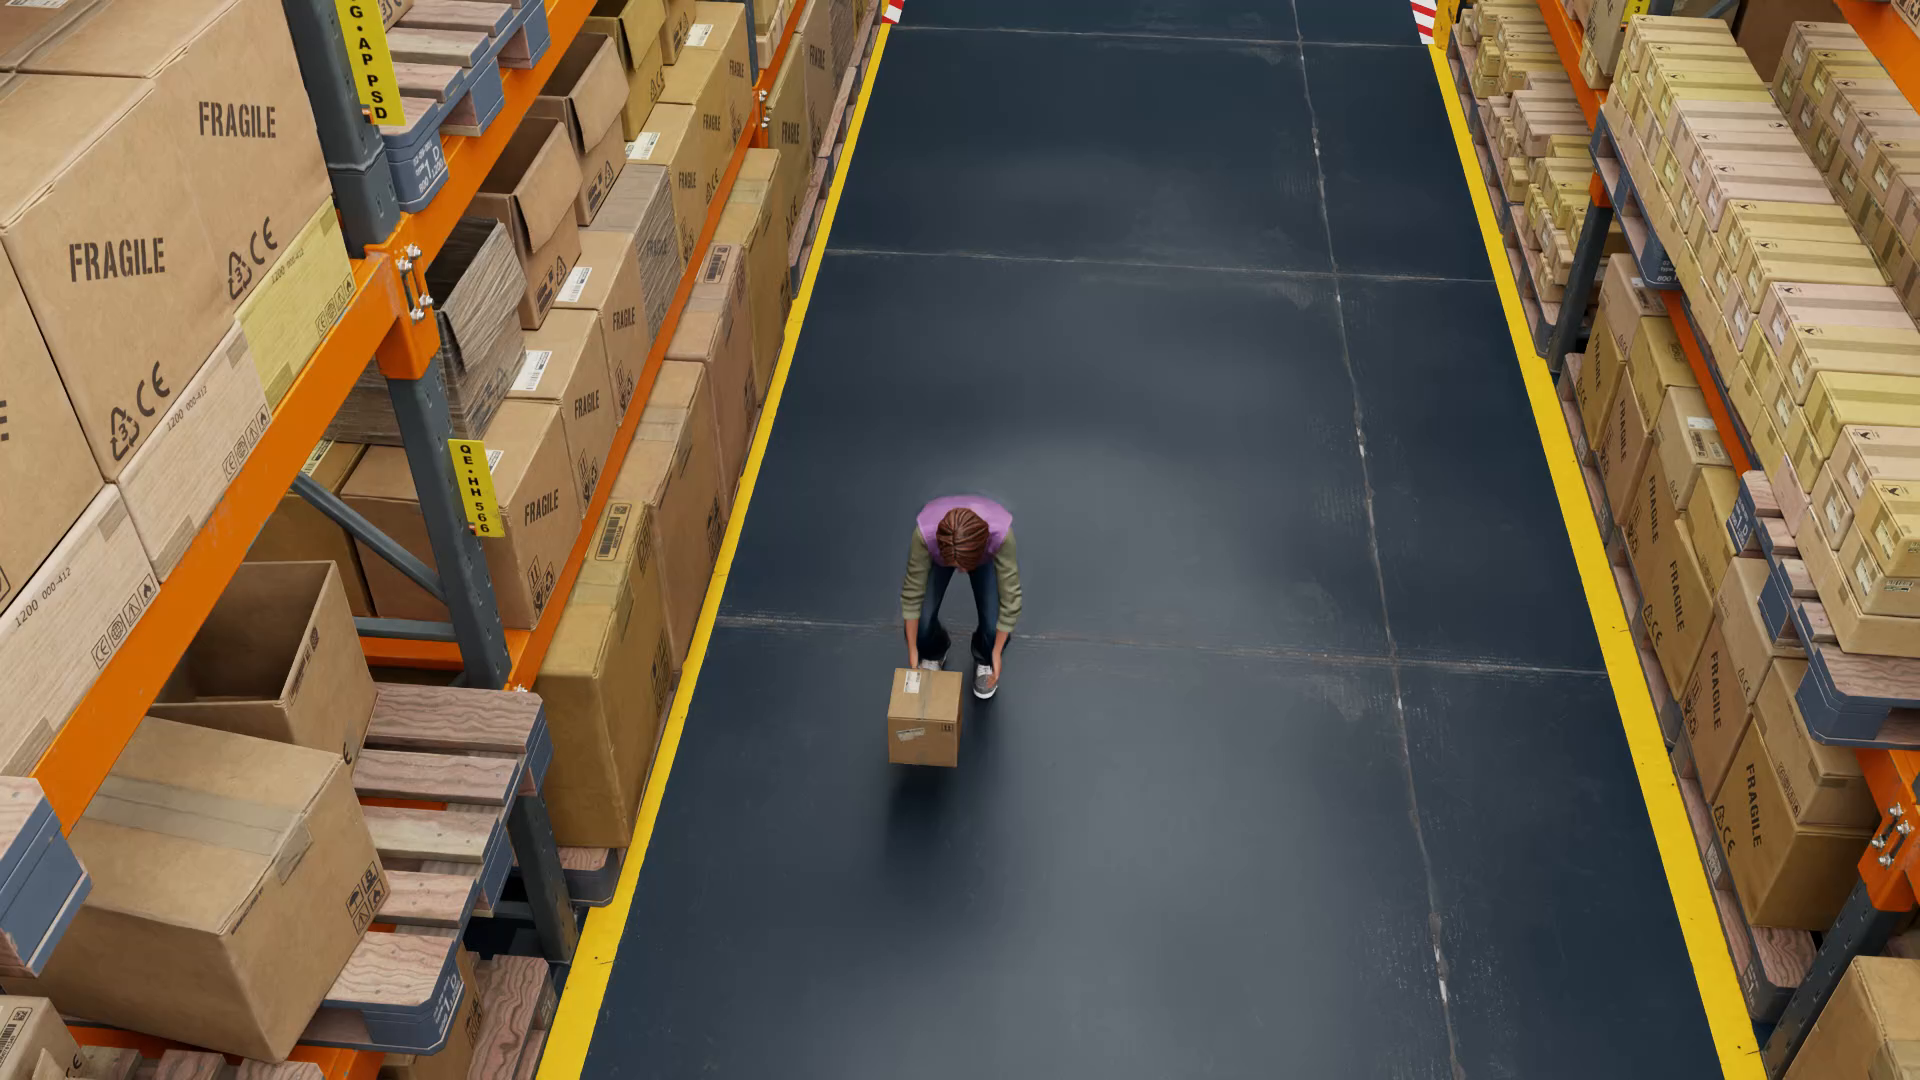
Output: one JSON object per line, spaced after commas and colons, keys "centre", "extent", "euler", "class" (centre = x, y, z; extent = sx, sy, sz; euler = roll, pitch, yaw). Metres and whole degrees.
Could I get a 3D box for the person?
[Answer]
{"centre": [0.020, 0.178, 6.344], "extent": [0.461, 1.096, 0.739], "euler": [4, 41, 5], "class": "person"}
